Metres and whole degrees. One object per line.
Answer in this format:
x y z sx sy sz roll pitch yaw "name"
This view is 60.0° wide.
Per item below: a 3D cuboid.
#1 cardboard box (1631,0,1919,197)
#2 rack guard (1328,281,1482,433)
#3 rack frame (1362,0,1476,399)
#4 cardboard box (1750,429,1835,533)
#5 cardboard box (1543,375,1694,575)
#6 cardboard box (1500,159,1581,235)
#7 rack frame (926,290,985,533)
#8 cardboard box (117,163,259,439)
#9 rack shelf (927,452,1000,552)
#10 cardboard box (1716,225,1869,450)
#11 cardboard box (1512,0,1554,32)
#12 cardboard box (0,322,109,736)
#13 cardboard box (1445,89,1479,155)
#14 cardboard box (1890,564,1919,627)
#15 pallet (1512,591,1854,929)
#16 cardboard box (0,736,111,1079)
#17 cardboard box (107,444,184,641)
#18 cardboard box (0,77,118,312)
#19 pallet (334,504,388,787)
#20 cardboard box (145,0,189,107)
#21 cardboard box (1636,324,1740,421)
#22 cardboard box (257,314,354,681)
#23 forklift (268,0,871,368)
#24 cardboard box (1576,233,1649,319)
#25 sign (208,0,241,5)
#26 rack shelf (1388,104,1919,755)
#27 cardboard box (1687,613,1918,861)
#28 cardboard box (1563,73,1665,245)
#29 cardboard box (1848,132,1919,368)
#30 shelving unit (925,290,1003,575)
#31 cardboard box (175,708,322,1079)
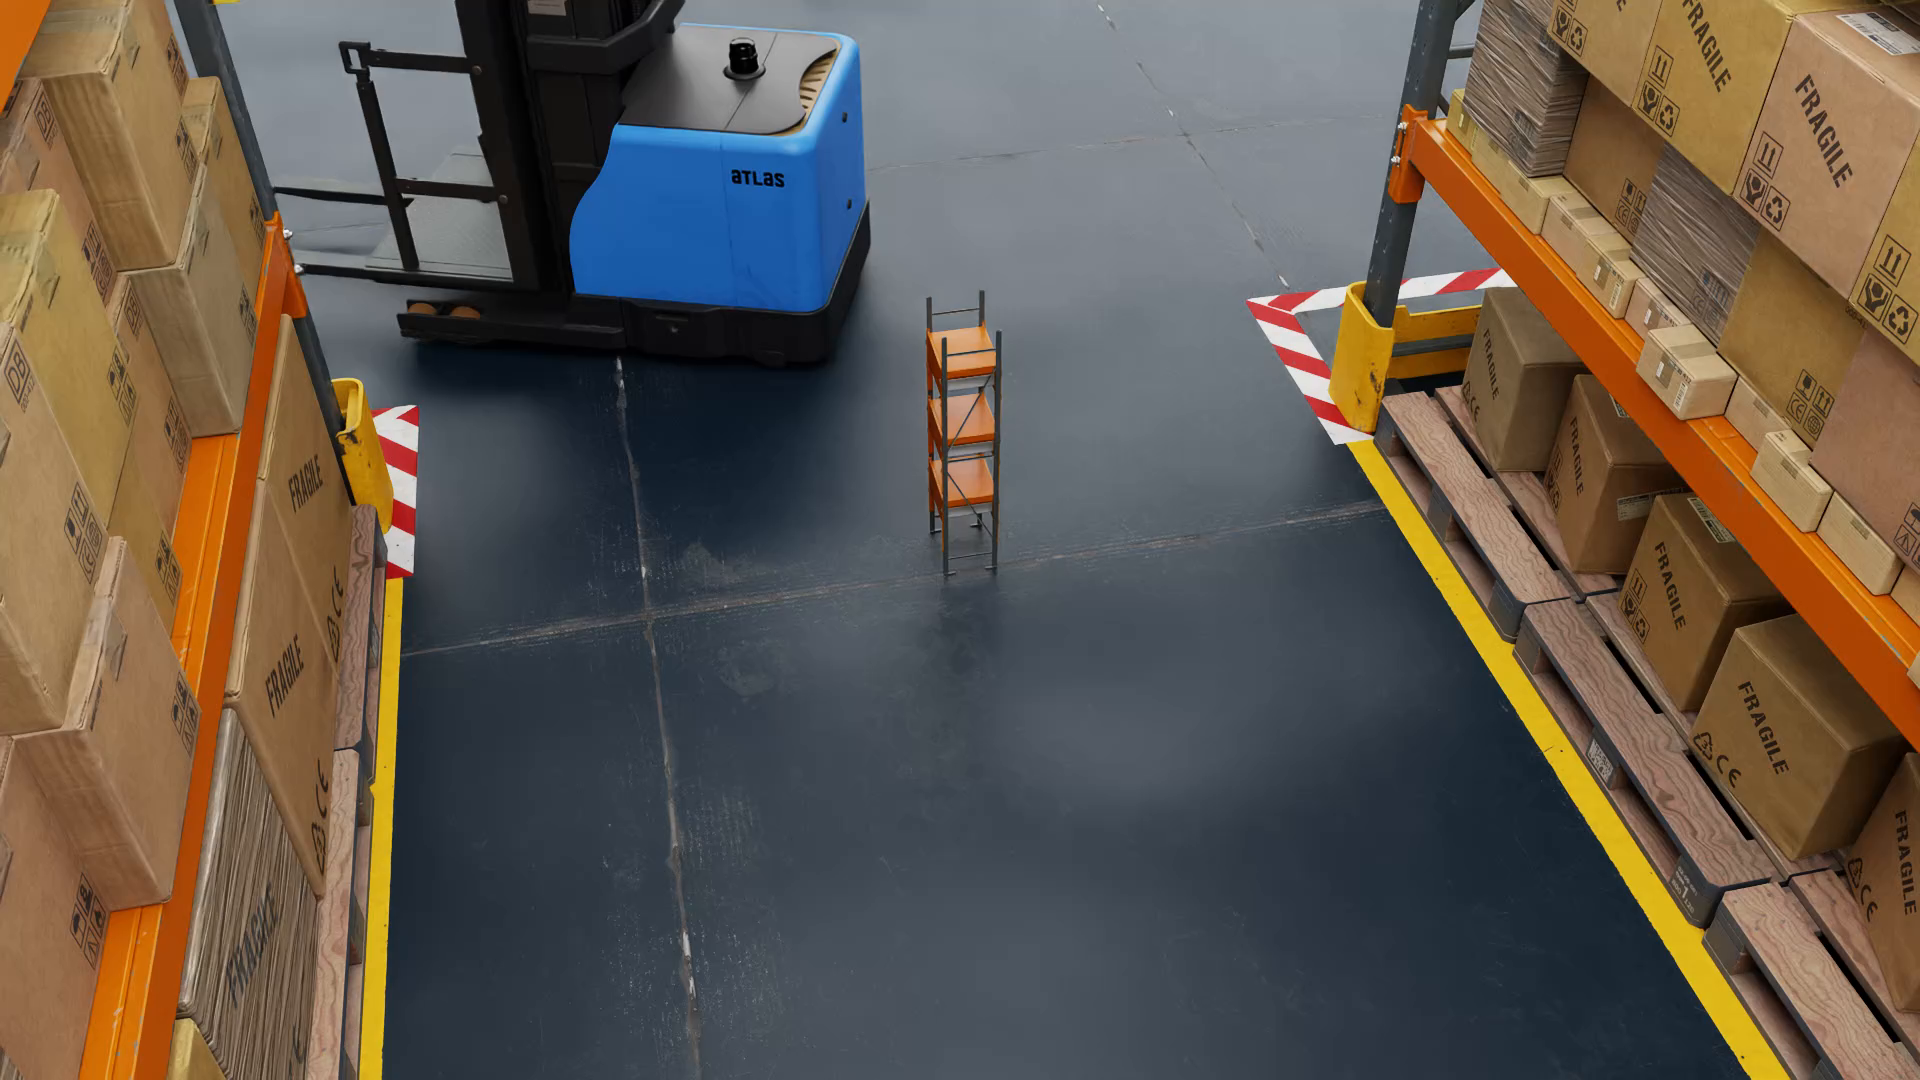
2.181 -1.271 4.369 0.500 0.500 0.500 -8 42 -9 "cardboard box"
2.134 -0.809 6.784 1.175 0.500 0.348 -8 42 -9 "rack guard"
2.118 -1.793 6.010 1.000 3.000 0.127 -8 42 -9 "rack frame"
2.338 -0.177 4.380 0.380 0.149 0.250 -8 42 -9 "cardboard box"
2.399 -0.225 5.811 0.500 0.500 0.500 2 42 2 "cardboard box"
2.021 -1.151 5.476 0.380 0.149 0.250 -8 42 -9 "cardboard box"
-0.015 -0.437 5.951 0.200 1.050 0.008 -8 42 -9 "rack frame"
-2.483 -0.616 4.572 0.875 0.550 0.550 -8 42 -9 "cardboard box"
0.012 -0.142 6.054 0.215 0.259 0.240 -8 42 -9 "rack shelf"
2.597 -0.618 4.387 0.875 0.500 0.500 -8 42 -9 "cardboard box"
1.970 -1.920 5.100 0.500 0.500 0.500 -8 42 -9 "cardboard box"
-2.144 0.032 3.028 0.875 0.550 0.550 -8 42 -9 "cardboard box"
1.946 -1.480 5.847 0.380 0.149 0.250 -8 42 -9 "cardboard box"
2.520 0.136 4.027 0.380 0.149 0.250 -8 42 -9 "cardboard box"
2.535 0.620 5.392 1.003 0.211 1.213 -8 42 -9 "pallet"
-2.116 0.799 2.978 0.875 0.550 0.550 -8 42 -9 "cardboard box"
-2.330 0.103 3.762 0.875 0.550 0.500 -8 42 -9 "cardboard box"
-2.508 -0.635 3.780 0.875 0.550 0.550 -8 42 -9 "cardboard box"
-2.498 0.403 5.638 1.003 0.211 1.213 -8 42 -9 "pallet"
-2.705 -1.361 4.598 0.875 0.550 0.550 -8 42 -9 "cardboard box"
2.176 -0.494 4.736 0.380 0.149 0.250 -8 42 -9 "cardboard box"
-2.536 -0.080 5.364 0.875 0.875 0.875 -8 42 -9 "cardboard box"
-1.973 -2.276 6.606 3.031 2.935 1.130 6 42 7 "forklift"
2.142 -0.829 5.113 0.380 0.149 0.250 -8 42 -9 "cardboard box"
-2.214 -1.738 4.897 0.100 0.325 0.005 -8 42 -9 "sign"
2.549 -0.227 4.788 1.077 0.370 4.000 -8 42 -9 "rack shelf"
2.592 0.552 4.936 0.500 0.500 0.500 -12 43 -13 "cardboard box"
2.435 -1.274 5.126 0.875 0.500 0.500 -8 42 -9 "cardboard box"
2.399 -0.623 3.639 0.500 0.500 0.500 -8 42 -9 "cardboard box"
0.012 -0.358 5.862 0.215 1.050 0.252 -8 42 -9 "shelving unit"
-2.149 1.082 4.056 0.875 0.875 0.875 -8 42 -9 "cardboard box"
